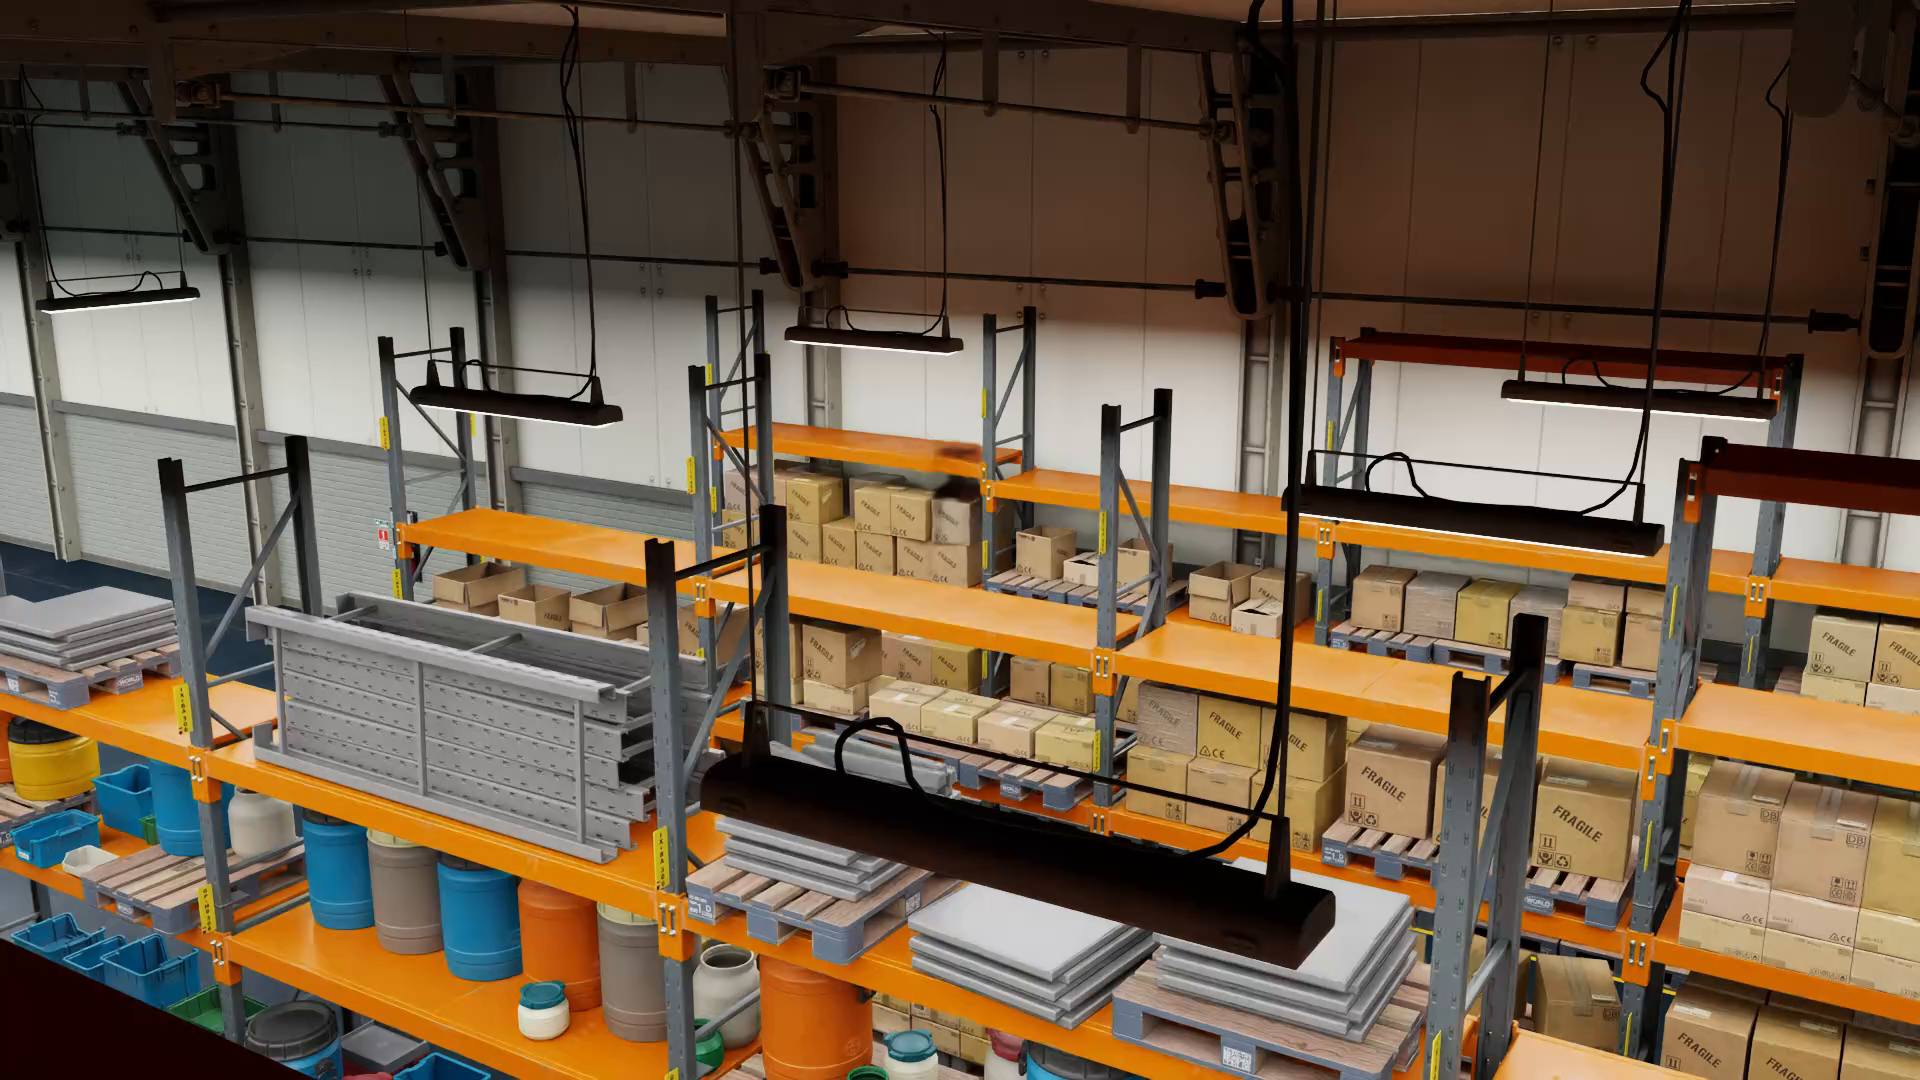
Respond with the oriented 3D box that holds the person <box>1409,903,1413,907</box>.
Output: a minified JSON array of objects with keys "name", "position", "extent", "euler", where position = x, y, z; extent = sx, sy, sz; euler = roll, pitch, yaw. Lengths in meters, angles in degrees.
[{"name":"person","position":[3.832,3.539,15.236],"extent":[1.051,1.733,0.550],"euler":[8,16,29]}]
